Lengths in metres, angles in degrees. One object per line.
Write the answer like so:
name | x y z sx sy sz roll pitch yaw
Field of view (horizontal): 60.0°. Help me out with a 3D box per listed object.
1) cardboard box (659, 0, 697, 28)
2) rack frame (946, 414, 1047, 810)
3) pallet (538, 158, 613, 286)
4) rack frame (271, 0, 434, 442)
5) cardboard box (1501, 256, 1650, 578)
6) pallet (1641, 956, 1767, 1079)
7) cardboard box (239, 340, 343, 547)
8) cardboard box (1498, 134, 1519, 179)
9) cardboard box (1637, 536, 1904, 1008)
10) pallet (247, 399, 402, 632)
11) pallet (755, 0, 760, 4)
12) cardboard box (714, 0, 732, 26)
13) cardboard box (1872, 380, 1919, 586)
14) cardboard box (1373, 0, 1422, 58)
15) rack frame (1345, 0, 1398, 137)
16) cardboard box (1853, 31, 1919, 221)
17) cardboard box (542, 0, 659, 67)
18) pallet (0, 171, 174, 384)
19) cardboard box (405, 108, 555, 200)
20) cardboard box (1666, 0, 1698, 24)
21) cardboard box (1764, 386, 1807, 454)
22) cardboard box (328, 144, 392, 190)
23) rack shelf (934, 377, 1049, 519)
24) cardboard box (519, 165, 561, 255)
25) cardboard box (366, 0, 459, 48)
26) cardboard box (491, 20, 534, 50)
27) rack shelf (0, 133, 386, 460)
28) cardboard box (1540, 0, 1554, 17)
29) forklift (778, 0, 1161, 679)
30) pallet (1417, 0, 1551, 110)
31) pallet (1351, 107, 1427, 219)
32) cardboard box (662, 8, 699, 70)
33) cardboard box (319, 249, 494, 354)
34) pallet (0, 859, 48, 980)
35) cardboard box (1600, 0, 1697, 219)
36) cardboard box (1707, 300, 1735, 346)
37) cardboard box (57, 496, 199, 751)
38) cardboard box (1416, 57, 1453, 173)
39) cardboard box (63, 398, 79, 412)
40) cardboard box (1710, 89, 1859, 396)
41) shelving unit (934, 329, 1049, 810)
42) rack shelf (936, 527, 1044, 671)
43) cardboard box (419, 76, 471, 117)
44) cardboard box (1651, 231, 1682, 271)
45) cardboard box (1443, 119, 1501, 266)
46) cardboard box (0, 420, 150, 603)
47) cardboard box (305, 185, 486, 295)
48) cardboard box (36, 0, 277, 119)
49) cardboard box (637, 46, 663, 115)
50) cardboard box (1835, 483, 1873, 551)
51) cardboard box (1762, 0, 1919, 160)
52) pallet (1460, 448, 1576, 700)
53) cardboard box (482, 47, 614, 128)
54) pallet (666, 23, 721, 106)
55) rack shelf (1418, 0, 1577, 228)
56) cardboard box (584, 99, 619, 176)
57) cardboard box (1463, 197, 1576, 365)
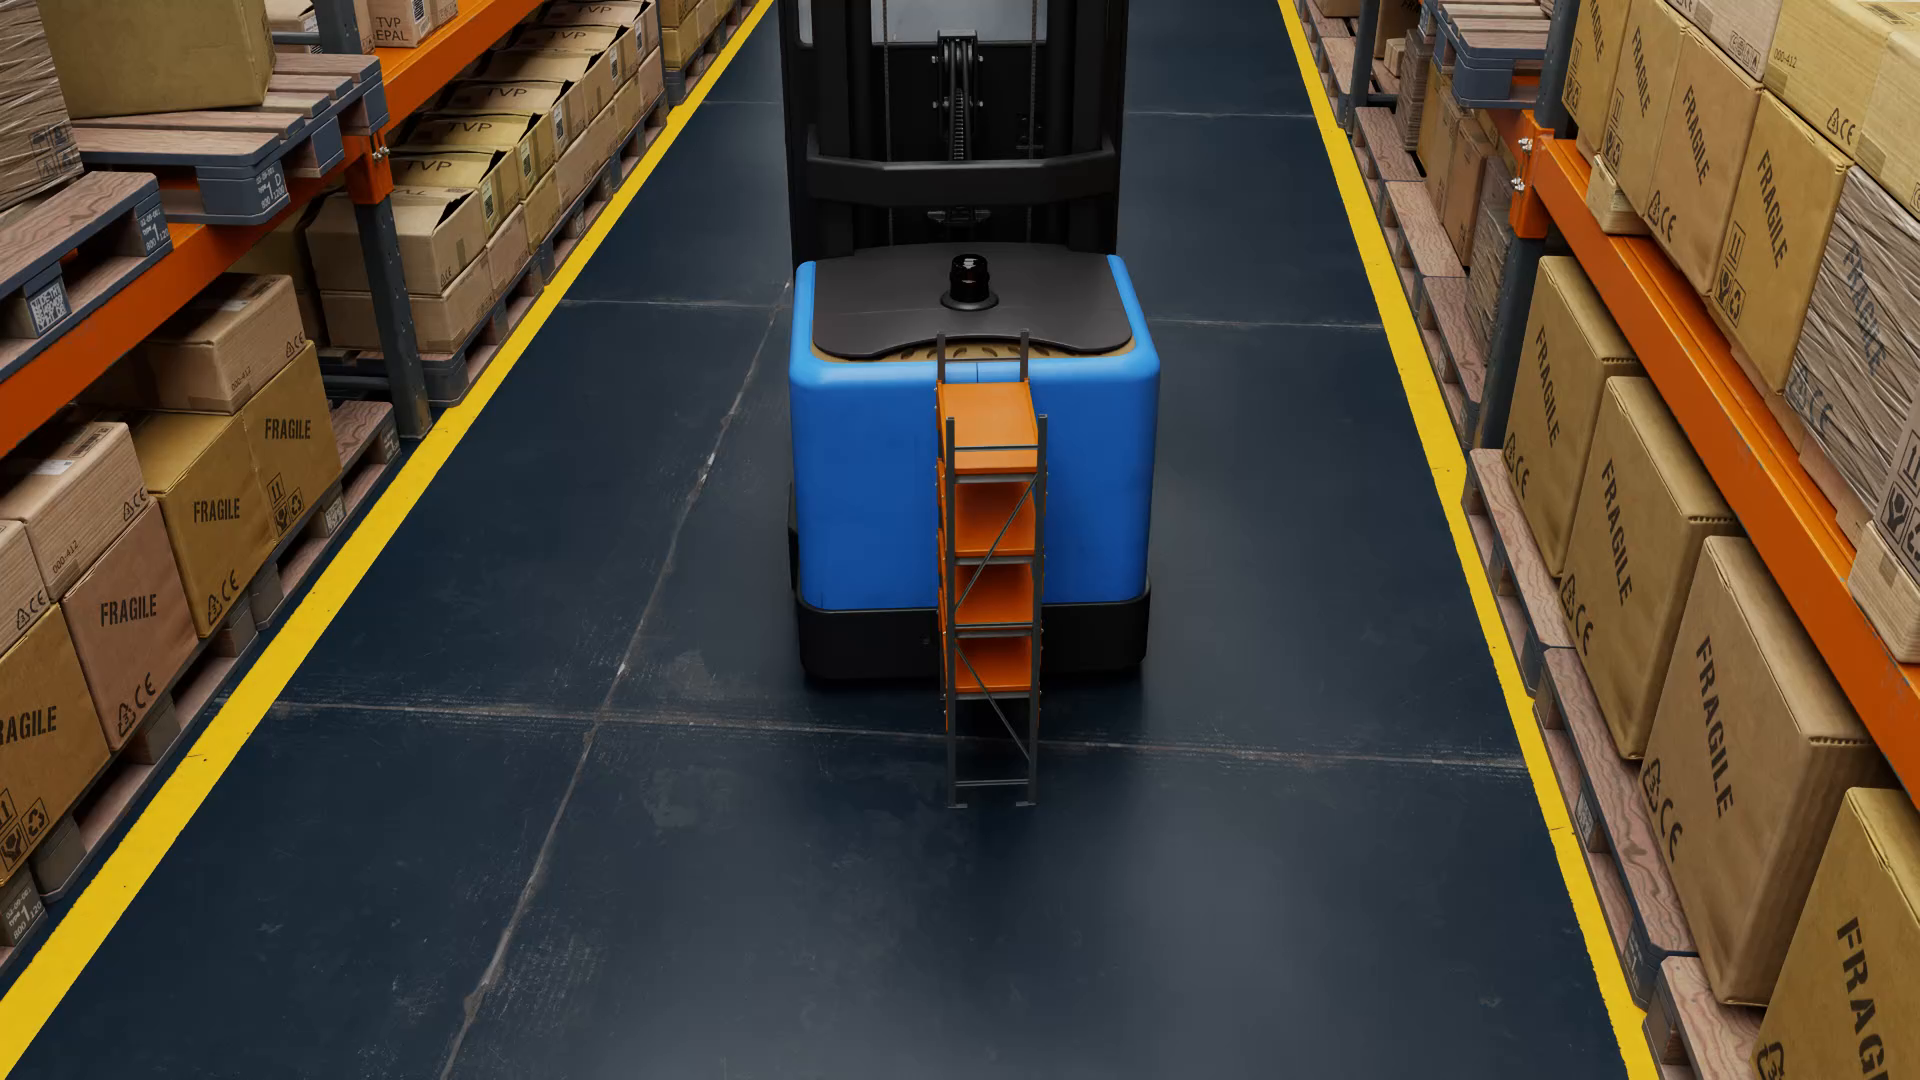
cardboard box | -1.875 -3.355 9.841 0.500 0.500 0.500 2 32 4
rack frame | 0.087 0.220 4.249 0.240 1.200 0.015 -2 32 -3
pallet | -2.342 -1.585 8.120 1.003 0.211 1.213 2 32 4
rack frame | -2.550 -1.707 5.660 1.000 3.000 0.127 2 32 4
cardboard box | 2.197 -0.382 5.159 0.750 0.750 0.750 2 32 3
pallet | 2.049 1.375 3.318 1.003 0.211 1.213 2 32 4
cardboard box | -2.392 -0.331 5.391 0.500 0.500 0.500 4 32 6
cardboard box | 2.503 -1.614 6.758 0.500 0.250 0.500 3 32 5
cardboard box | 2.054 0.521 3.695 0.750 0.750 0.750 3 32 5
pallet | -2.649 -0.131 5.761 1.003 0.211 1.213 2 32 4
pallet | -1.919 -4.301 12.528 1.003 0.211 1.213 2 32 4
cardboard box | -1.793 -3.558 10.886 0.500 0.250 0.500 2 32 4
cardboard box | 1.880 -0.102 2.659 0.500 0.500 0.500 3 32 4
cardboard box | 2.758 -3.256 10.138 0.500 0.500 0.500 0 32 0
rack frame | 2.713 -3.589 8.714 1.000 3.000 0.127 2 32 4
cardboard box | 1.938 -0.691 2.900 0.500 0.250 0.500 3 32 5
cardboard box | -1.972 -2.821 9.155 0.500 0.311 0.500 2 32 4
pallet | -2.704 -0.608 4.060 1.003 0.211 1.213 2 32 4
cardboard box | -2.137 -1.757 7.427 0.500 0.311 0.500 2 32 3
cardboard box | 2.050 -1.487 4.190 0.500 0.250 0.500 2 32 3
cardboard box | 1.987 -0.297 3.593 0.380 0.149 0.250 3 32 6
cardboard box | -2.717 -1.510 7.027 0.500 0.311 0.500 2 32 3
rack shelf | 0.073 -0.242 4.251 0.258 0.148 0.480 -2 32 -3
cardboard box | -2.138 -1.511 7.564 0.500 0.250 0.500 2 32 3
cardboard box | -2.284 -2.128 6.429 0.500 0.311 0.500 2 32 3
cardboard box | -2.552 -2.578 8.761 0.500 0.311 0.500 2 32 3
rack shelf | -2.713 -0.355 4.152 1.077 0.370 4.000 2 32 4
cardboard box | 2.416 -1.973 5.578 0.700 0.500 0.500 -1 32 -2
forklift | -0.034 -1.577 5.516 1.130 2.935 3.031 -2 32 -3
pallet | 2.339 -1.793 5.982 1.213 0.211 1.003 2 32 4
pallet | 2.651 -1.994 8.785 1.003 0.211 1.213 2 32 4
cardboard box | -1.885 -3.036 10.038 0.500 0.250 0.500 2 32 4
cardboard box | -2.215 -0.976 6.696 0.500 0.250 0.500 2 32 4
pallet | -2.847 1.145 3.691 1.003 0.211 1.213 2 32 4
cardboard box | 2.041 -1.158 4.372 0.500 0.500 0.500 3 32 6
cardboard box | 2.053 -0.562 4.024 0.380 0.149 0.250 3 32 5
cardboard box | -2.471 0.215 4.506 0.500 0.500 0.500 1 32 2
cardboard box | 2.678 -2.054 8.187 0.700 0.500 0.500 2 32 3
cardboard box | -2.909 -0.330 5.390 0.500 0.500 0.500 1 32 2
cardboard box | 1.965 -0.626 3.509 0.500 0.500 0.500 3 32 5
shelving unit | 0.073 0.092 4.457 0.258 1.200 0.503 -2 32 -3
rack shelf | 0.073 0.149 4.492 0.258 0.148 0.480 -2 32 -3
cardboard box | -2.630 -2.036 7.880 0.500 0.311 0.500 3 32 5
cardboard box | 2.097 -0.833 4.463 0.380 0.149 0.250 2 32 3
cardboard box | 2.564 -1.524 7.328 0.700 0.500 0.500 2 32 4
cardboard box | -2.472 -0.085 4.278 0.500 0.250 0.500 2 32 3
cardboard box | -2.215 -1.215 6.548 0.500 0.311 0.500 3 32 6
cardboard box | -2.489 -1.594 4.982 0.700 0.500 0.500 -8 33 -13
cardboard box | -1.969 -2.577 9.294 0.500 0.250 0.500 2 32 4
cardboard box | 1.919 -0.028 3.157 0.380 0.149 0.250 2 32 4
cardboard box | 1.978 -0.958 3.332 0.500 0.250 0.500 2 32 3
pallet | 2.248 0.099 5.388 1.003 0.211 1.213 2 32 4
cardboard box | -2.051 -2.288 8.290 0.500 0.311 0.500 2 32 4
pallet | -2.118 -3.025 10.458 1.003 0.211 1.213 2 32 4
rack shelf | 2.550 -2.237 7.206 1.077 0.370 4.000 2 32 4
cardboard box | -2.054 -2.045 8.430 0.500 0.250 0.500 3 32 5
cardboard box | 2.394 -0.999 6.475 0.700 0.500 0.500 3 32 5
